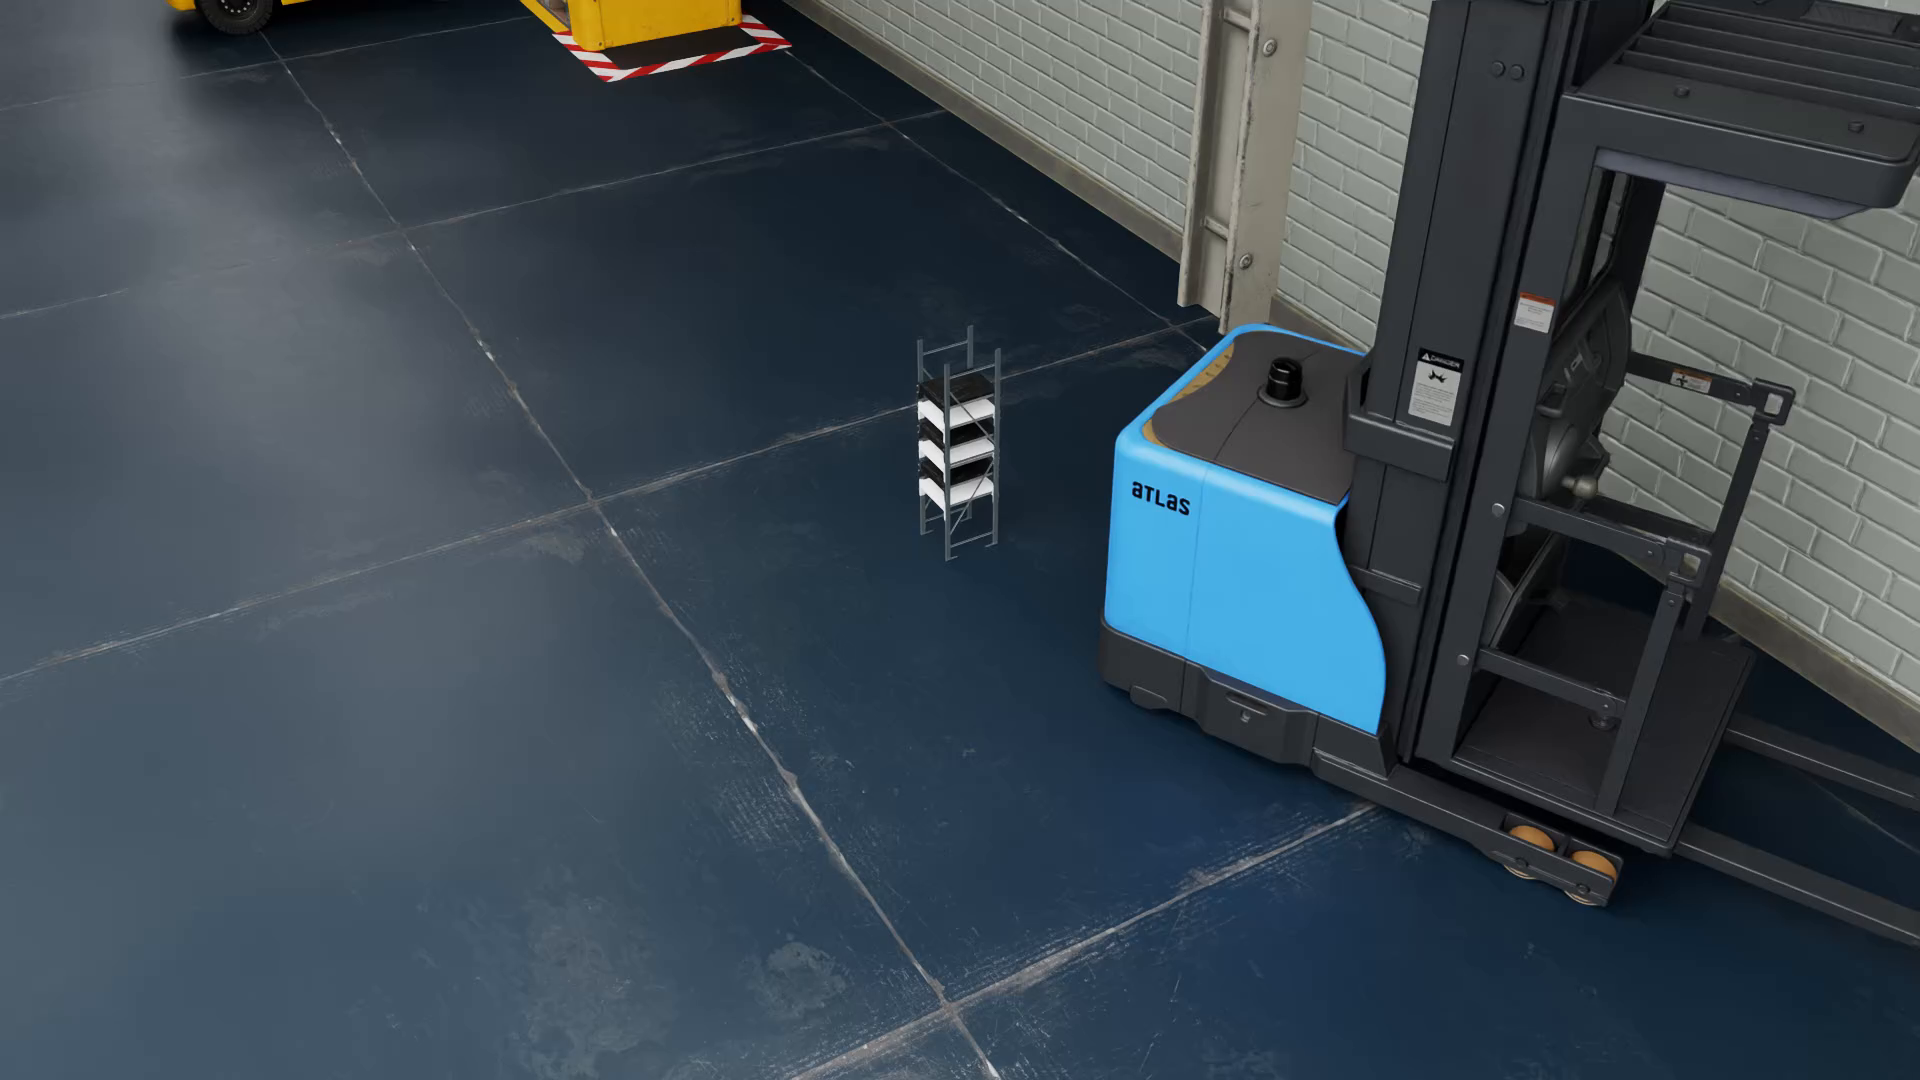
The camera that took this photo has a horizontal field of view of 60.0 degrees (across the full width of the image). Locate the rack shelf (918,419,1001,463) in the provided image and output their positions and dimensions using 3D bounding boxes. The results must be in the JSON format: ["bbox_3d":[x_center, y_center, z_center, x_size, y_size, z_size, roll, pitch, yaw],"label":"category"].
[{"bbox_3d":[-0.004,-0.413,6.457,0.258,0.077,0.200,-19,40,-24],"label":"rack shelf"}]

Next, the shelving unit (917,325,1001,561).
[{"bbox_3d":[-0.004,-0.368,6.490,0.258,0.900,0.210,-19,40,-24],"label":"shelving unit"}]

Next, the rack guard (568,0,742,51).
[{"bbox_3d":[-2.108,-3.769,11.487,1.175,0.500,0.348,-19,40,-24],"label":"rack guard"}]

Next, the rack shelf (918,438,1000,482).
[{"bbox_3d":[-0.004,-0.341,6.510,0.258,0.077,0.200,-19,40,-24],"label":"rack shelf"}]

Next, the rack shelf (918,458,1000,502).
[{"bbox_3d":[-0.004,-0.268,6.563,0.258,0.077,0.200,-19,40,-24],"label":"rack shelf"}]

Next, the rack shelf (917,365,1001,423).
[{"bbox_3d":[-0.004,-0.559,6.351,0.258,0.077,0.200,-19,40,-24],"label":"rack shelf"}]

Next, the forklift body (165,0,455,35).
[{"bbox_3d":[-4.650,-4.875,11.601,2.313,2.155,1.214,-19,40,-24],"label":"forklift body"}]

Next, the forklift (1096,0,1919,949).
[{"bbox_3d":[2.001,-0.405,4.820,3.031,2.935,1.130,22,41,27],"label":"forklift"}]

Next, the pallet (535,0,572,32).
[{"bbox_3d":[-2.541,-4.042,12.106,1.003,0.211,1.213,-19,40,-24],"label":"pallet"}]

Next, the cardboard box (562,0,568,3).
[{"bbox_3d":[-2.629,-3.996,11.653,0.500,0.250,0.500,-19,40,-24],"label":"cardboard box"}]

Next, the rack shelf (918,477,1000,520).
[{"bbox_3d":[-0.004,-0.195,6.616,0.258,0.077,0.200,-19,40,-24],"label":"rack shelf"}]

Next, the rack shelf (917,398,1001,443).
[{"bbox_3d":[-0.004,-0.486,6.404,0.258,0.077,0.200,-19,40,-24],"label":"rack shelf"}]

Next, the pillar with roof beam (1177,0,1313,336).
[{"bbox_3d":[-2.399,-3.500,3.913,9.100,9.000,0.400,-19,40,-24],"label":"pillar with roof beam"}]

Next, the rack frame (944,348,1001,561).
[{"bbox_3d":[0.047,-0.316,6.419,0.240,0.900,0.006,-19,40,-24],"label":"rack frame"}]

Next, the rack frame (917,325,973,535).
[{"bbox_3d":[-0.055,-0.419,6.561,0.240,0.900,0.006,-19,40,-24],"label":"rack frame"}]
